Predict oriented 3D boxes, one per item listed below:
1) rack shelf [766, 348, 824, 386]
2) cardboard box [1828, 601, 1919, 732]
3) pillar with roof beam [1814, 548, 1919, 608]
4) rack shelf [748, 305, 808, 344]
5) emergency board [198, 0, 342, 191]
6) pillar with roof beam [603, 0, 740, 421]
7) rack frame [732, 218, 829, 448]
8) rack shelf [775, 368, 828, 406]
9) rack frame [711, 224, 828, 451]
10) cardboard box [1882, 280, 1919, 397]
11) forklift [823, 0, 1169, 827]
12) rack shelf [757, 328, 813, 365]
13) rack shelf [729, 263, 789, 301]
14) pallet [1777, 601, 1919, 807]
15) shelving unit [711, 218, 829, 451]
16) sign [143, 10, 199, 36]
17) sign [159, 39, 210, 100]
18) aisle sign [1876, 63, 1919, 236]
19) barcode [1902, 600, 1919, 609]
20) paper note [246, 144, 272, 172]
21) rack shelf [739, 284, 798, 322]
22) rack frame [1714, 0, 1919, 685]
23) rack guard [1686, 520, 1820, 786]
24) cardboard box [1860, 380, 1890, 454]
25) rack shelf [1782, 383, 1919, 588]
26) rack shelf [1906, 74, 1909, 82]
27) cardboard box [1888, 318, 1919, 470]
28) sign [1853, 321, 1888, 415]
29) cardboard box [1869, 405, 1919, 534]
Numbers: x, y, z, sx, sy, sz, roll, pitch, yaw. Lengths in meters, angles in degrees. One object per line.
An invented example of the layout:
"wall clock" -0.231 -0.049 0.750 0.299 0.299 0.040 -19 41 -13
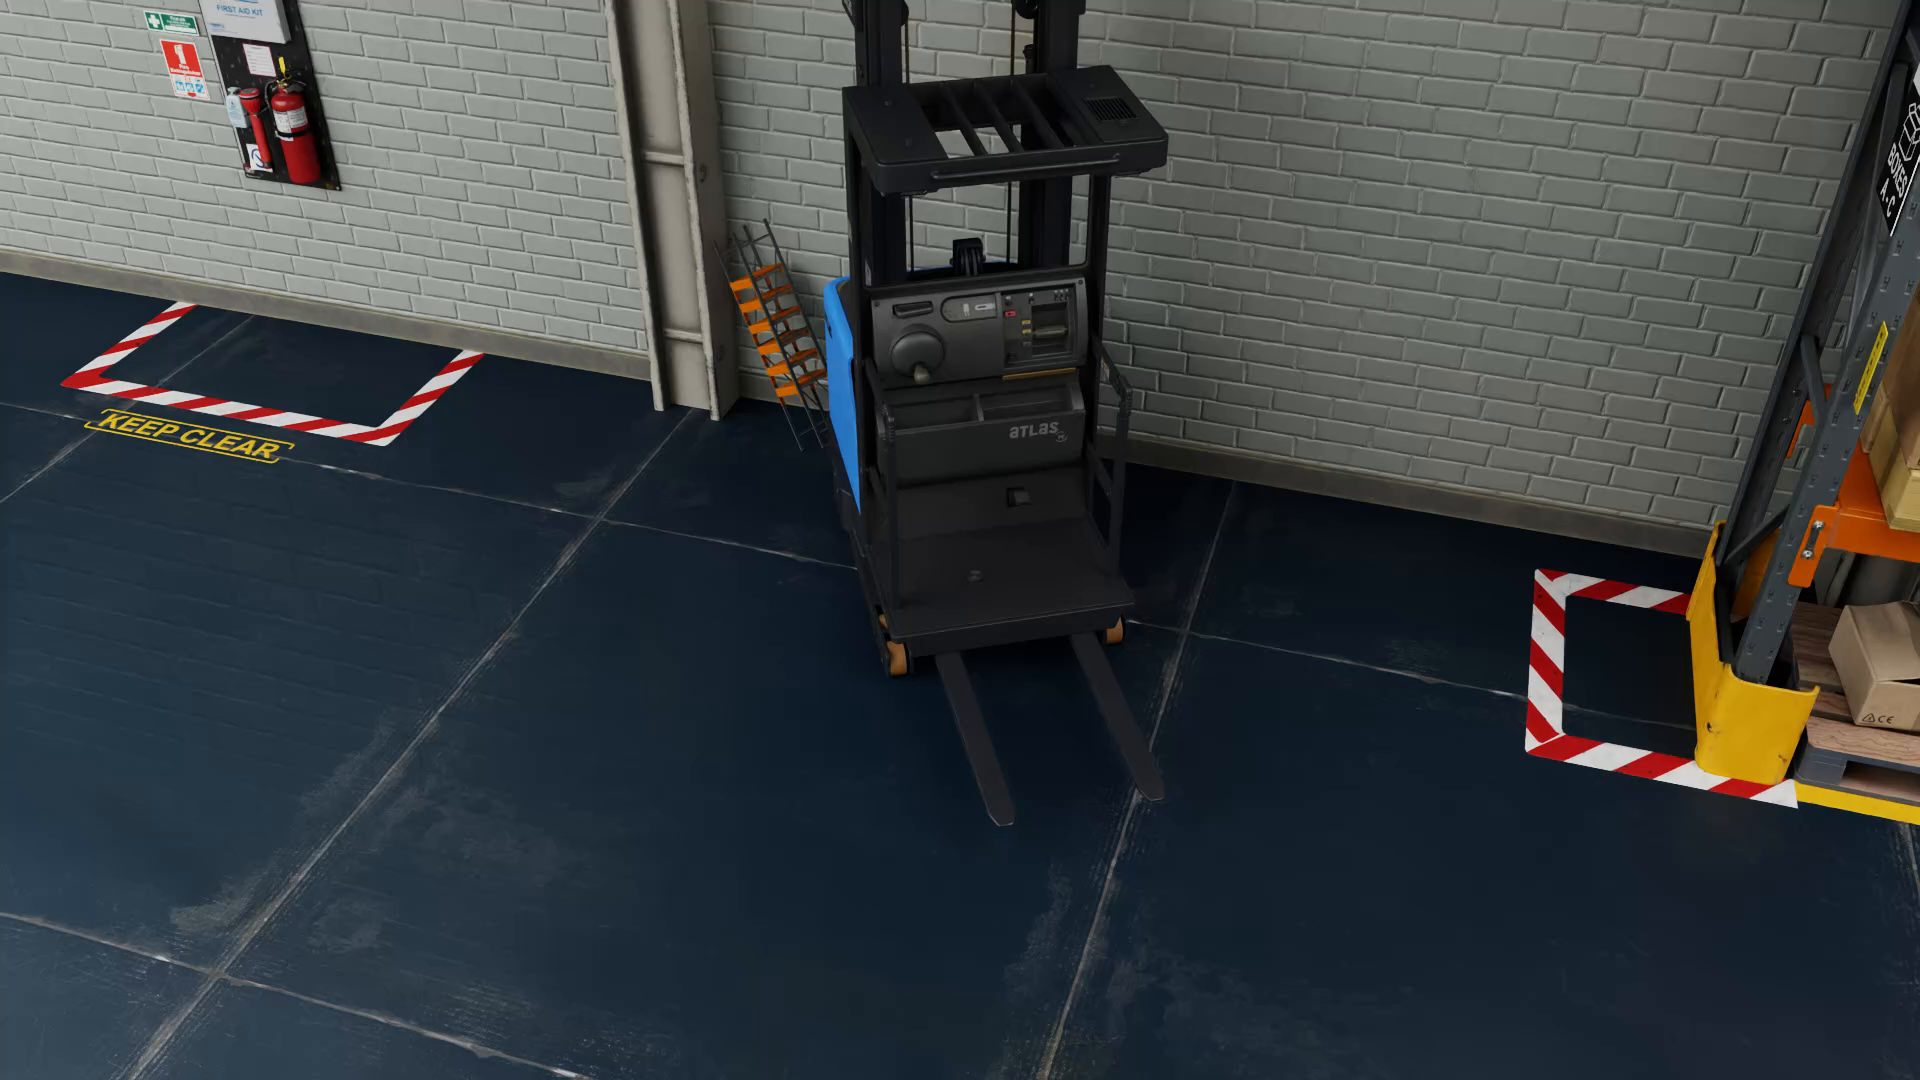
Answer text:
"rack shelf" -0.865 -0.921 8.777 0.180 0.103 0.258 -4 24 48
"cardboard box" 3.972 0.521 6.909 0.500 0.311 0.500 6 37 9
"pillar with roof beam" 2.981 -0.904 1.887 0.400 9.000 9.100 10 38 14
"rack shelf" -0.952 -1.135 8.712 0.180 0.103 0.258 -4 24 48
"emergency board" -3.810 -2.443 9.038 0.643 1.169 0.194 10 38 14
"pillar with roof beam" -2.746 -1.965 3.328 0.400 9.000 9.100 10 38 14
"rack frame" -0.863 -1.072 8.665 0.006 1.200 0.240 -4 24 48
"rack shelf" -0.821 -0.814 8.810 0.180 0.103 0.258 -4 24 48
"rack frame" -0.985 -1.064 8.800 0.006 1.200 0.240 -4 24 48
"cardboard box" 3.852 -0.845 6.344 0.500 0.500 0.500 10 38 13
"forklift" 0.138 -0.821 6.892 1.130 2.935 3.031 -8 37 -10
"rack shelf" -0.908 -1.028 8.745 0.180 0.103 0.258 -4 24 48
"rack shelf" -1.038 -1.349 8.646 0.180 0.103 0.258 -4 24 48
"pallet" 4.176 0.742 7.064 1.213 0.211 1.003 10 38 14
"shelving unit" -0.924 -1.068 8.732 0.189 1.200 0.258 -4 24 48
"sign" -4.305 -2.821 9.075 0.331 0.109 0.001 10 38 14
"sign" -4.307 -2.613 9.240 0.234 0.329 0.001 10 38 14
"aisle sign" 3.180 -1.448 5.494 0.004 0.787 0.394 10 38 14
"barcode" 4.108 0.294 7.209 0.075 0.075 0.001 10 38 14
"paper note" -3.958 -2.158 9.395 0.142 0.148 0.016 10 38 14
"rack shelf" -0.995 -1.242 8.679 0.180 0.103 0.258 -4 24 48
"rack frame" 3.338 -0.558 6.478 0.127 3.000 1.000 10 38 14
"rack guard" 3.411 0.462 7.200 0.348 0.500 1.175 10 38 14
"cardboard box" 3.842 -0.533 6.553 0.500 0.250 0.500 11 38 15
"rack shelf" 5.247 0.085 6.211 4.000 0.370 1.077 10 38 14
"rack shelf" 5.247 -1.123 5.321 4.000 0.370 1.077 10 38 14
"cardboard box" 3.704 -0.553 5.948 0.500 0.500 0.500 11 38 14
"sign" 3.177 -0.600 5.804 0.005 0.325 0.100 10 38 14
"cardboard box" 3.709 -0.240 6.155 0.500 0.250 0.500 9 37 13
